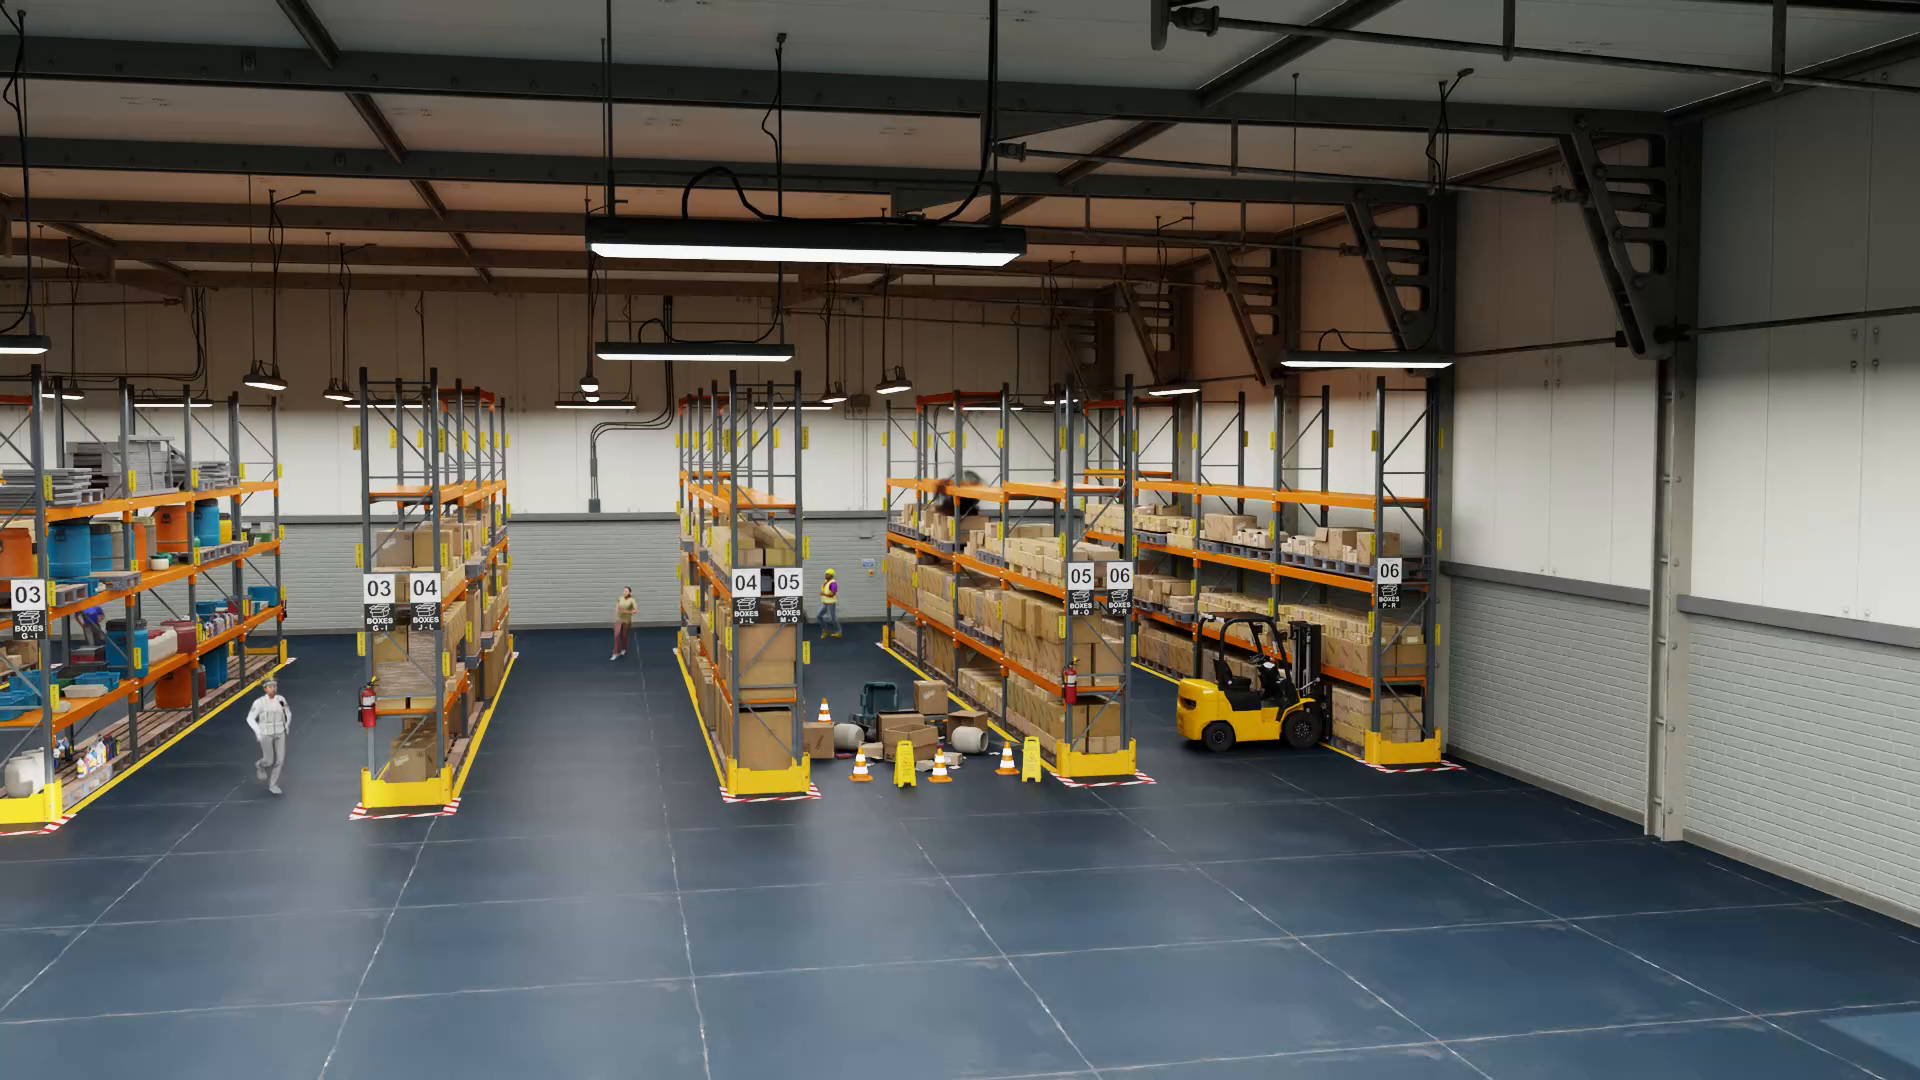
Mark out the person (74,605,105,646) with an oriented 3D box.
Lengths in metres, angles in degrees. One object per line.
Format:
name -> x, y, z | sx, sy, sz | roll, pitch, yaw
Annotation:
person -> -19.189, 2.004, 36.711 | 0.591, 1.667, 0.812 | -3, 4, -37

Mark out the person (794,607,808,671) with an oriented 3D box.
person -> -3.634, 2.003, 36.151 | 0.669, 1.683, 0.618 | -1, 3, -12

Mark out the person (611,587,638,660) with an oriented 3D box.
person -> -7.687, 1.906, 38.359 | 0.588, 1.689, 0.877 | 0, 3, 6

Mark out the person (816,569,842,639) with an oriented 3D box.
person -> -3.325, 1.624, 42.047 | 0.732, 1.804, 0.672 | -2, 4, -36

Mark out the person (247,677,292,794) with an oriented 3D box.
person -> -9.851, 2.769, 23.776 | 0.621, 1.660, 0.588 | -3, 4, -41
